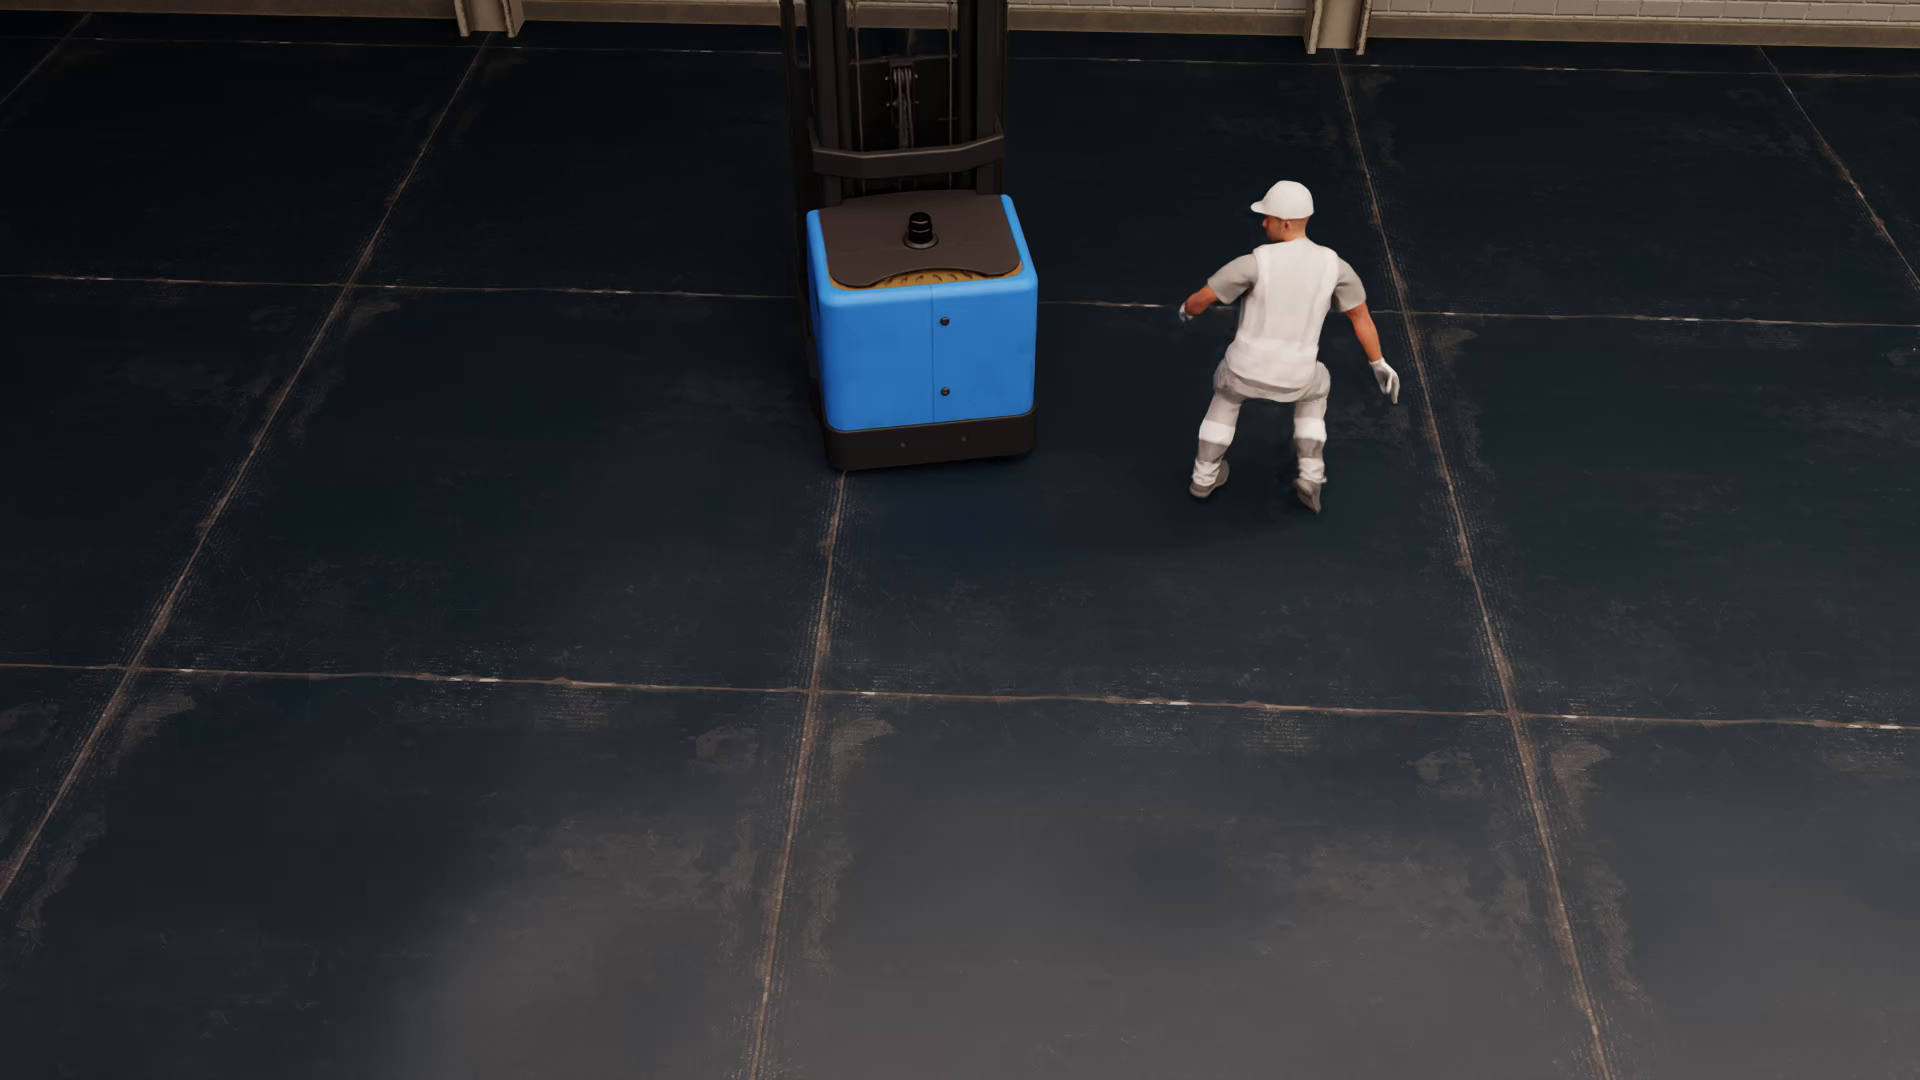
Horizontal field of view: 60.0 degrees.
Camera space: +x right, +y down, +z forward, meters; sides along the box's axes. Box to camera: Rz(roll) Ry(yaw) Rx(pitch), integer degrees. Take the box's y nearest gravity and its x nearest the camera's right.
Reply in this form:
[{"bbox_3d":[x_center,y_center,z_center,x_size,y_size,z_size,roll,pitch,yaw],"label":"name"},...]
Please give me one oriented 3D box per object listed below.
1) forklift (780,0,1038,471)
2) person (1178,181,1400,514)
[{"bbox_3d":[-0.352,-2.422,8.395,1.130,2.935,3.031,-6,43,-6],"label":"forklift"},{"bbox_3d":[1.506,-0.835,7.692,1.027,1.655,0.502,6,43,7],"label":"person"}]
